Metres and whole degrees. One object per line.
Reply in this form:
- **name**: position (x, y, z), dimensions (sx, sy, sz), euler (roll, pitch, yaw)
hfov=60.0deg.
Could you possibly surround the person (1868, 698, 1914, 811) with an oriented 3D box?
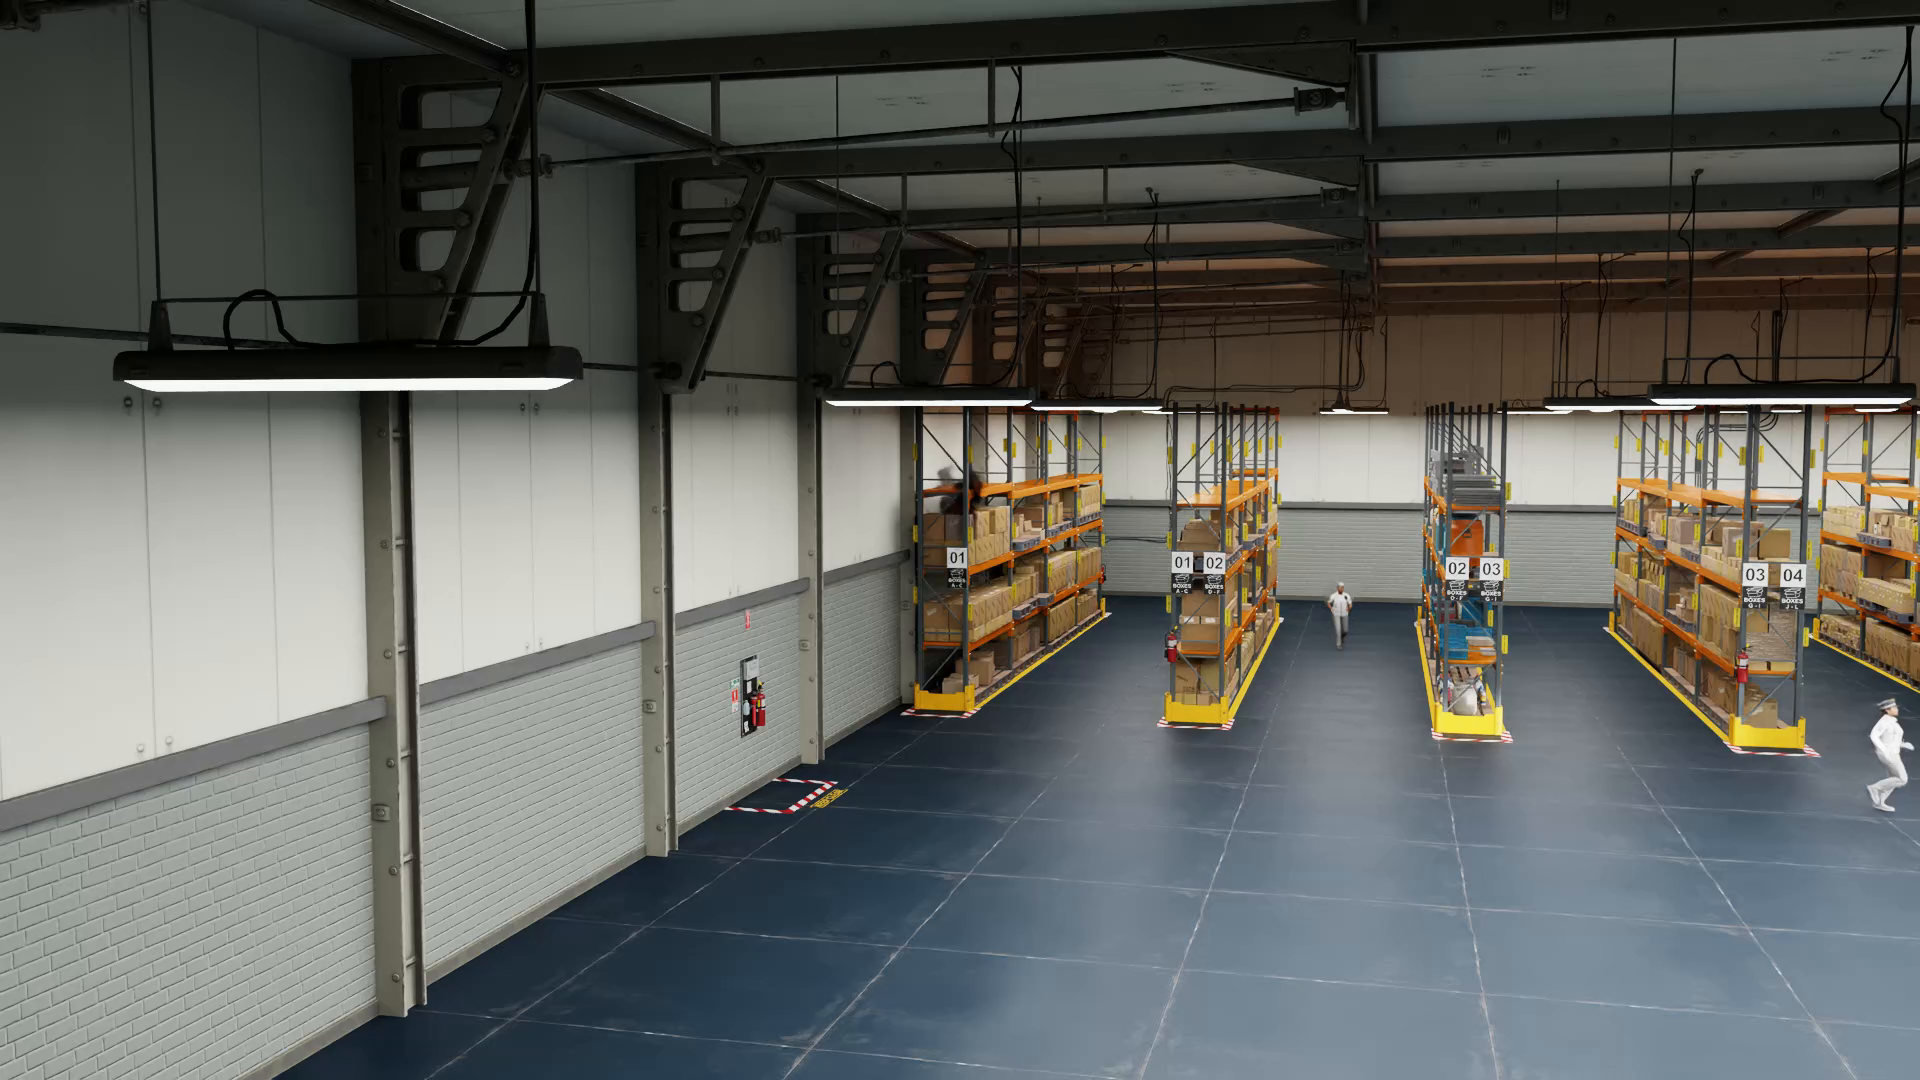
- **person**: position (13.524, 3.114, 24.133), dimensions (0.540, 1.656, 0.608), euler (3, 5, 39)

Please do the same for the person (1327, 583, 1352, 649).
- **person**: position (9.416, 1.869, 41.233), dimensions (0.611, 1.619, 0.664), euler (0, 4, 4)

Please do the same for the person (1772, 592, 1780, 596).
- **person**: position (20.689, 1.838, 42.041), dimensions (0.535, 1.552, 0.592), euler (1, 4, 16)
